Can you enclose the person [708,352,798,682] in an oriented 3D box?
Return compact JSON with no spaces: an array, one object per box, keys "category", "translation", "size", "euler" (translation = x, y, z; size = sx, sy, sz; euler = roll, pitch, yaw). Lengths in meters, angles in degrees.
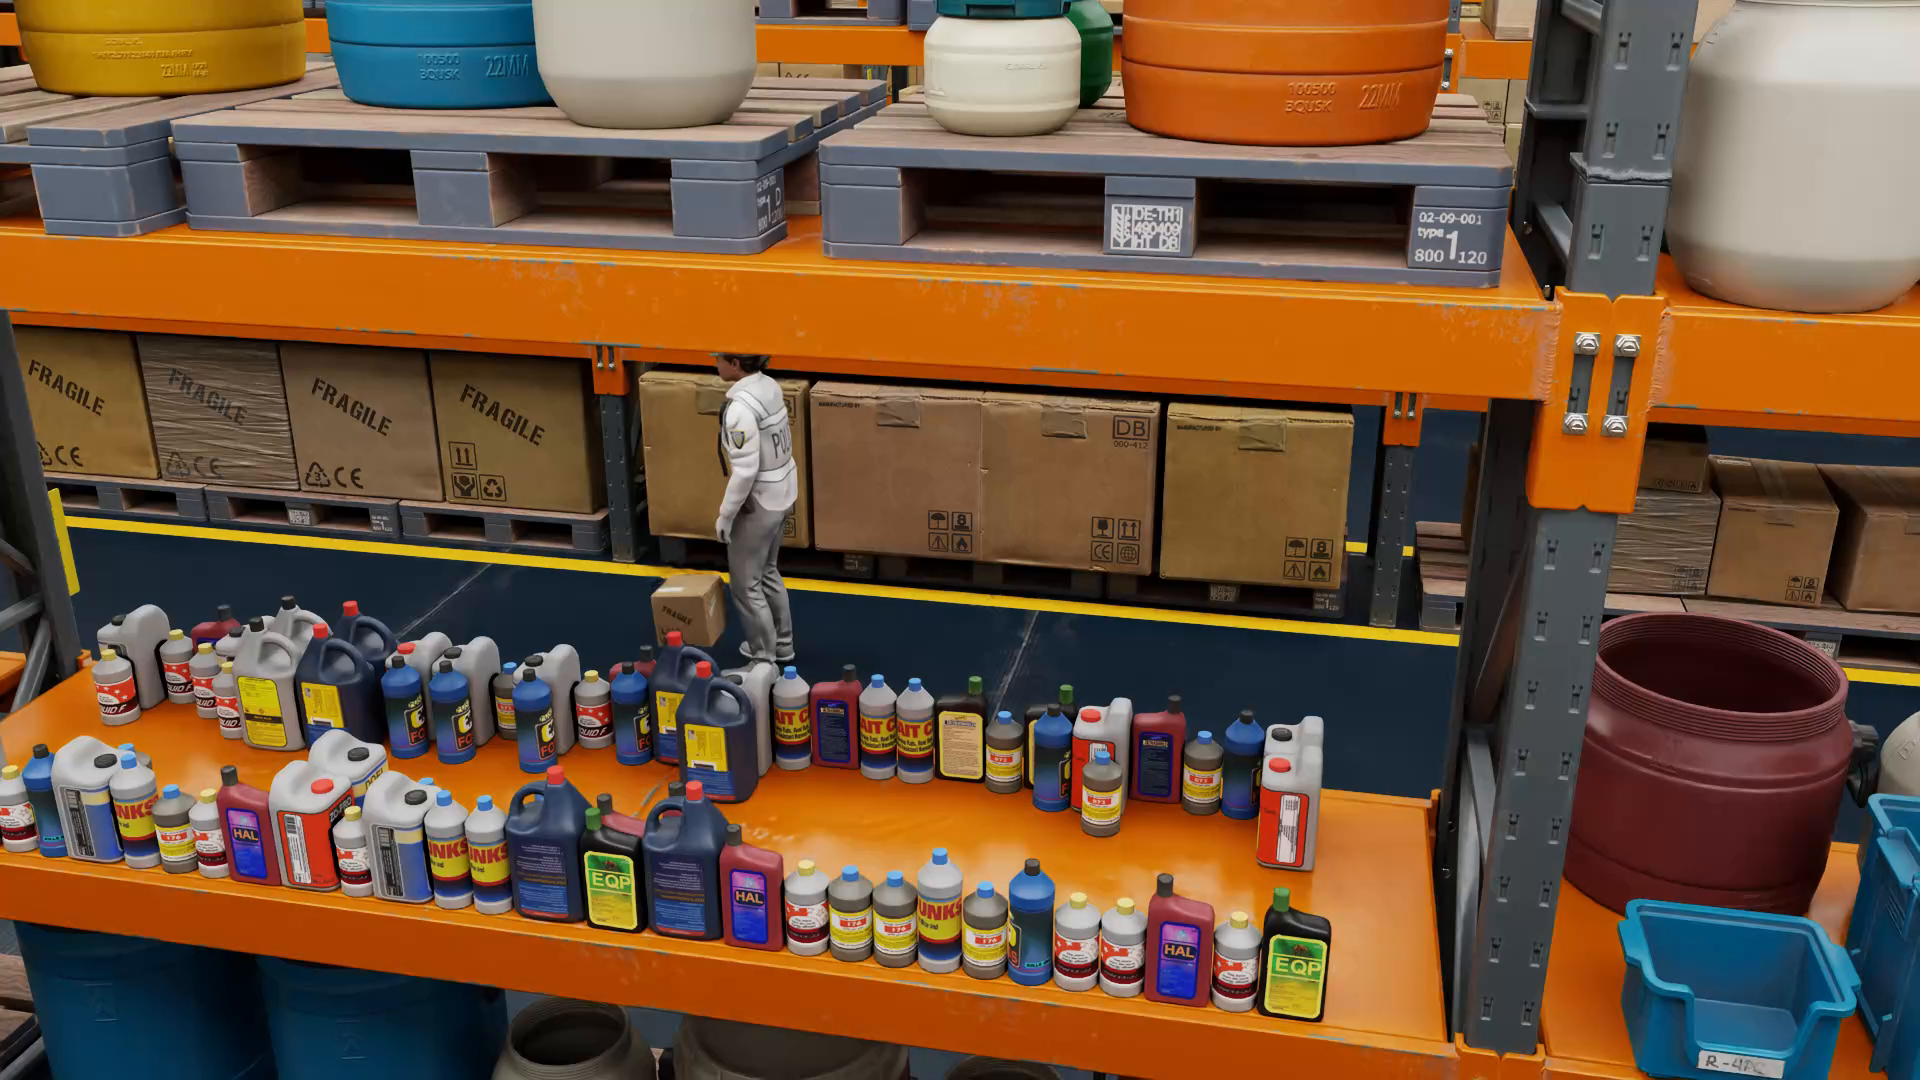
[{"category":"person","translation":[-0.918,-0.153,7.458],"size":[0.358,1.669,0.510],"euler":[4,22,11]}]
